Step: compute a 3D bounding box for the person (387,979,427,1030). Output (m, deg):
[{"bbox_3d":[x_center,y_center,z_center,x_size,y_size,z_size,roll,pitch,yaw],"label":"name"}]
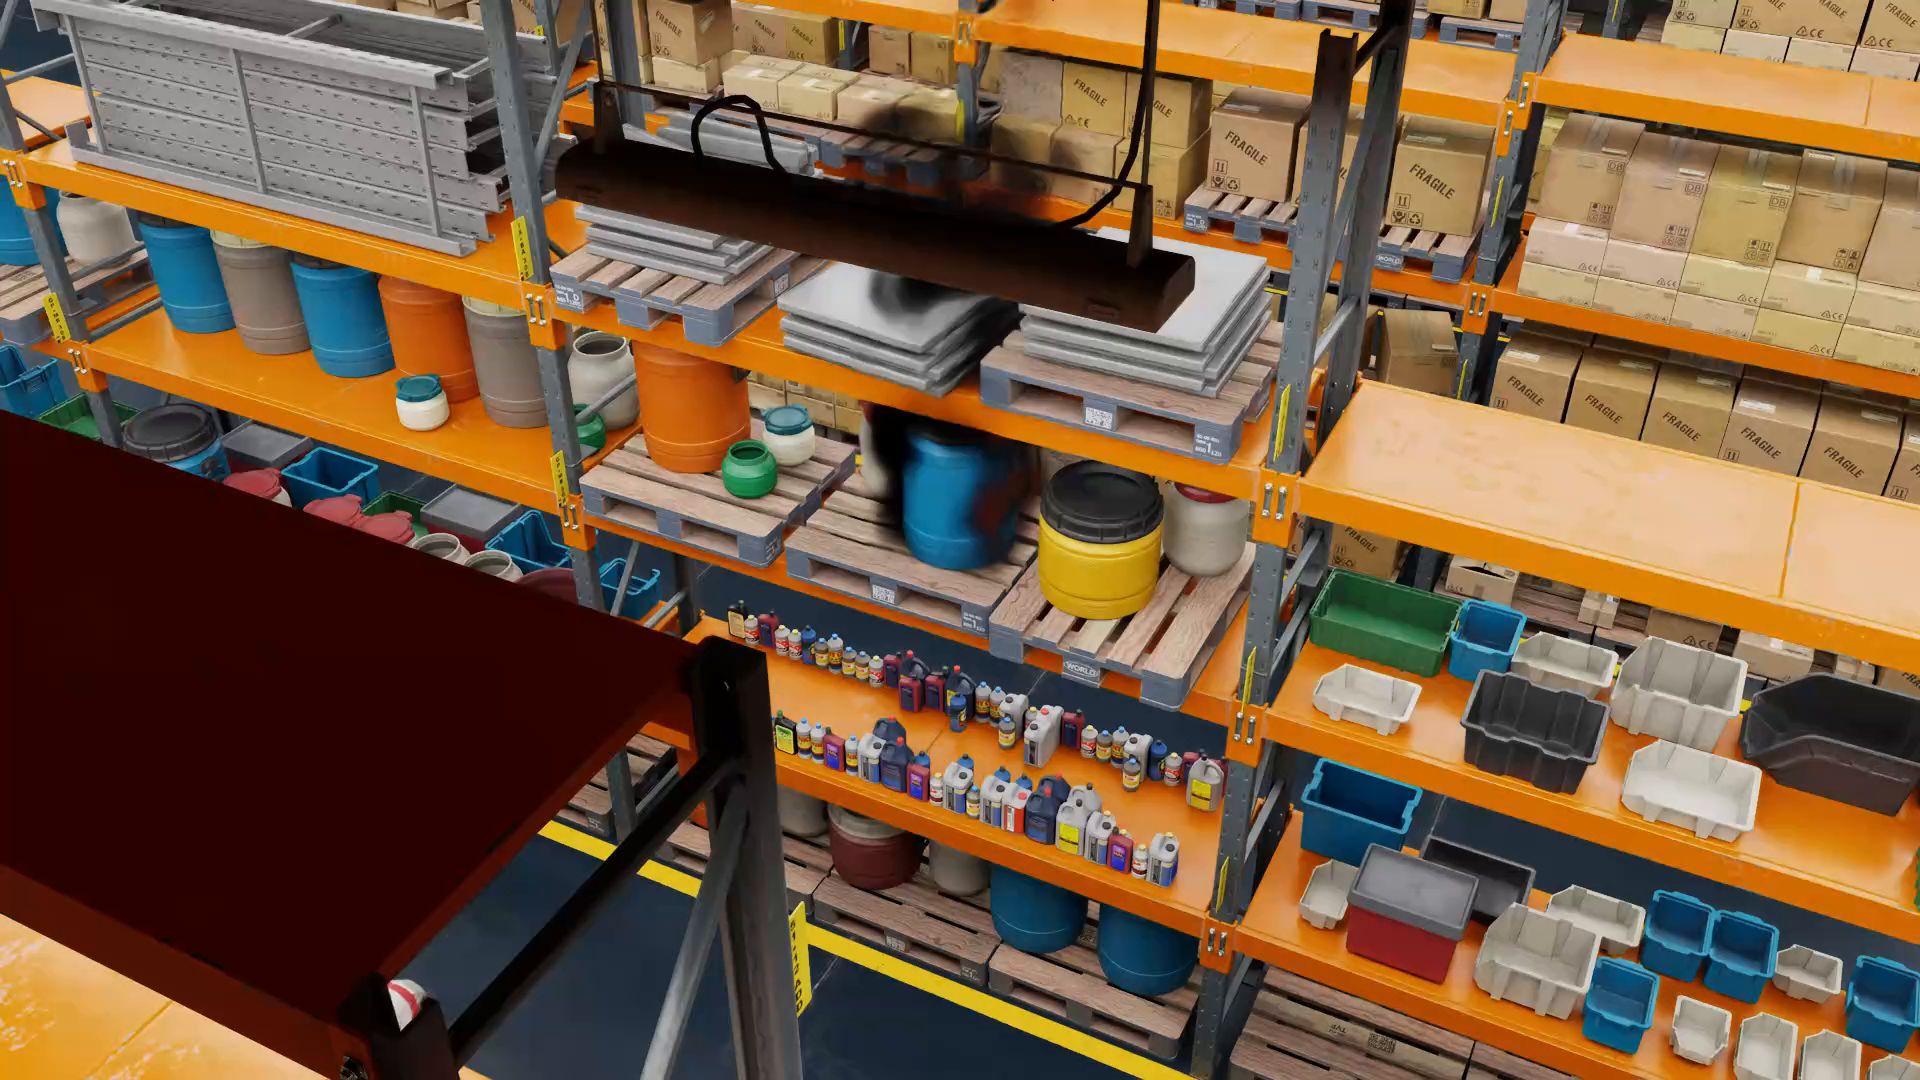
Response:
[{"bbox_3d":[-2.757,2.697,8.026,0.724,1.900,0.687,17,39,23],"label":"person"}]
